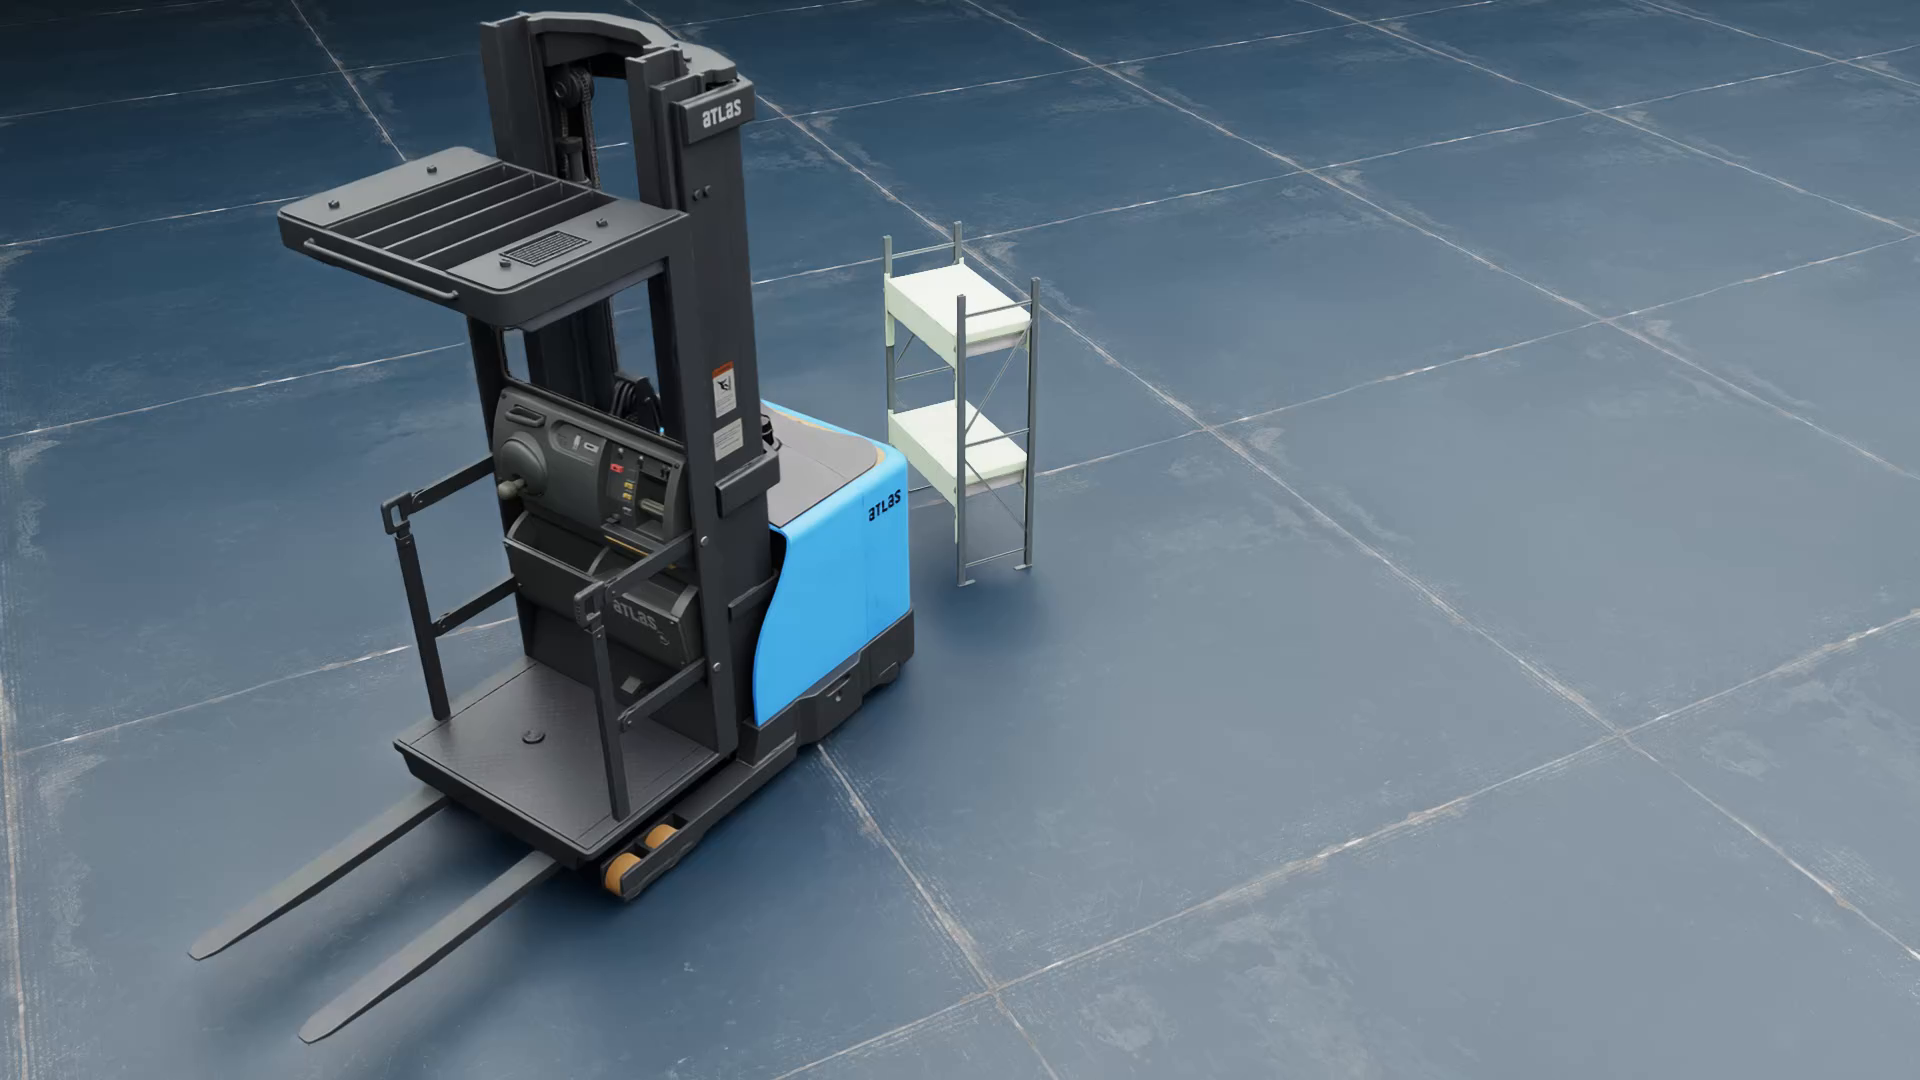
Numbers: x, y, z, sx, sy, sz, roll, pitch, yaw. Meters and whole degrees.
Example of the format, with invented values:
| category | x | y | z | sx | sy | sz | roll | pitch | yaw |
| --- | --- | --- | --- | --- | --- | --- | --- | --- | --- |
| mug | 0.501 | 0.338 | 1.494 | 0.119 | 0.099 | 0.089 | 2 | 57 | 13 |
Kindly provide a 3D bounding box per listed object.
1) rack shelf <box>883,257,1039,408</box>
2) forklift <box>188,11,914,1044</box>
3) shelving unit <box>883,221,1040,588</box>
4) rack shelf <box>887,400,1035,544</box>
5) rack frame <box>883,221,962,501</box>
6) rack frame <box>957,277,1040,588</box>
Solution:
| category | x | y | z | sx | sy | sz | roll | pitch | yaw |
| --- | --- | --- | --- | --- | --- | --- | --- | --- | --- |
| rack shelf | -0.003 | -0.963 | 7.640 | 0.431 | 0.370 | 0.720 | -16 | 36 | -23 |
| forklift | -1.471 | -0.201 | 5.847 | 1.130 | 2.935 | 3.031 | 21 | 38 | 30 |
| shelving unit | -0.003 | -0.635 | 7.850 | 0.431 | 1.500 | 0.755 | -16 | 36 | -23 |
| rack shelf | -0.003 | -0.360 | 8.026 | 0.431 | 0.370 | 0.720 | -16 | 36 | -23 |
| rack frame | -0.174 | -0.809 | 8.123 | 0.400 | 1.500 | 0.023 | -16 | 36 | -23 |
| rack frame | 0.168 | -0.460 | 7.578 | 0.400 | 1.500 | 0.023 | -16 | 36 | -23 |
